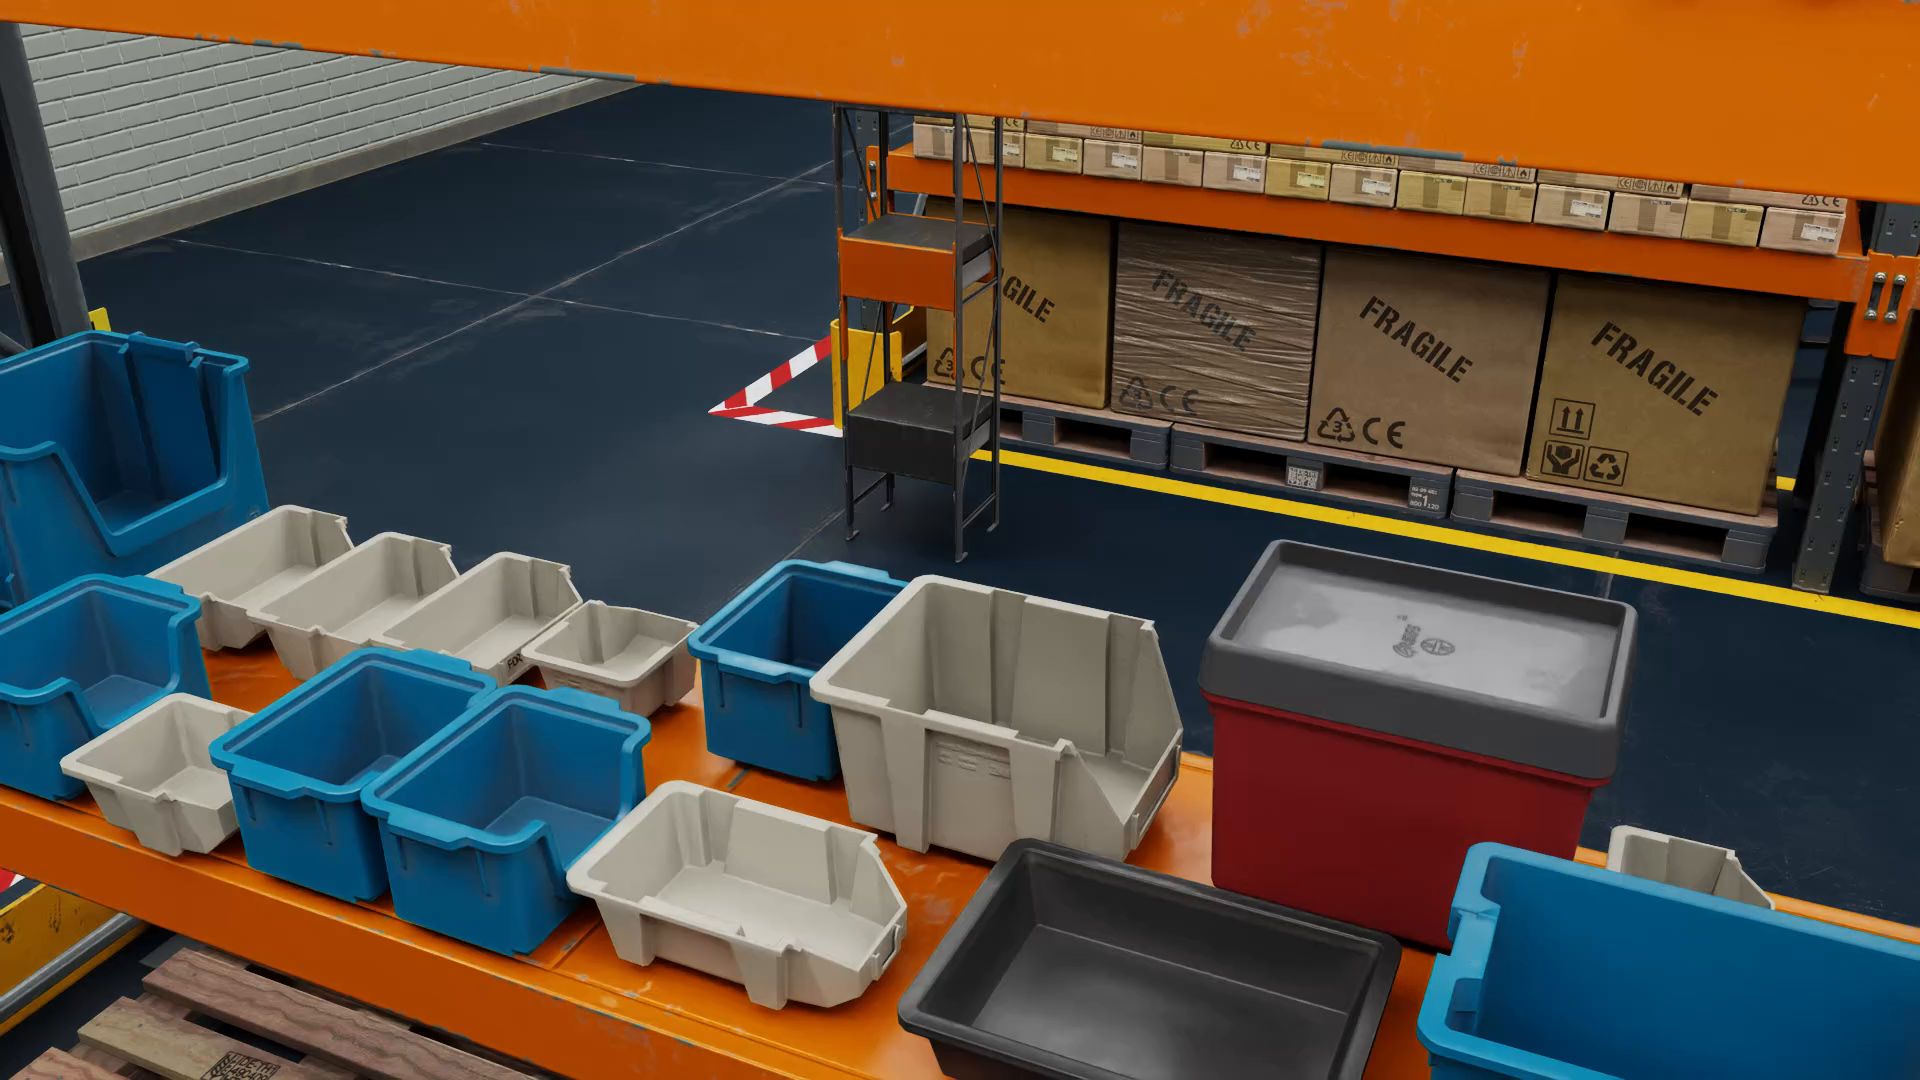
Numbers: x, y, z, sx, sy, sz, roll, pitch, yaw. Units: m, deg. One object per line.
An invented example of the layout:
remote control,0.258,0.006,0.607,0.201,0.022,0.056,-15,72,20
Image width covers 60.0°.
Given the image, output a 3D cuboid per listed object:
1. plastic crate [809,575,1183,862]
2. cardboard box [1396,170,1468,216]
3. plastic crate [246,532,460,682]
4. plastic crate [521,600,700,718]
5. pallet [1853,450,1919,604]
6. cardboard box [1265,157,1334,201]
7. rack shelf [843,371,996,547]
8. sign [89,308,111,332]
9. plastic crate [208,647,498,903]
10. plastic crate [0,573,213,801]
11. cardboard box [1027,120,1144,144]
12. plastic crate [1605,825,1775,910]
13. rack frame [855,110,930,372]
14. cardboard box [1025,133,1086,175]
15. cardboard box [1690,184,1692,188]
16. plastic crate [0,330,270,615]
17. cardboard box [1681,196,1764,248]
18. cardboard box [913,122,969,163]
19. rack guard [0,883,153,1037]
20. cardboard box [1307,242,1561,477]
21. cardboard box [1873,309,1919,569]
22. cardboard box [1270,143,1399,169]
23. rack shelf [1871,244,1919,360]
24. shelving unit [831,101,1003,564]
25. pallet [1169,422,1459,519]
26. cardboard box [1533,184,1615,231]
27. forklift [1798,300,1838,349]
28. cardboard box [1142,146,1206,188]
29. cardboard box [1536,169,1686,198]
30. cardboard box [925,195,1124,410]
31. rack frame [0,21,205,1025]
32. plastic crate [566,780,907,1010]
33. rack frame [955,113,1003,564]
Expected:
plastic crate,0.081,0.320,2.770,0.530,0.282,0.437,11,28,22
cardboard box,1.862,-1.390,6.463,0.250,0.149,0.380,11,28,21
plastic crate,-1.171,0.142,3.296,0.243,0.136,0.396,11,28,22
plastic crate,-0.630,0.230,3.117,0.250,0.136,0.298,11,28,22
pallet,4.179,0.017,6.476,1.213,0.211,1.003,11,28,22
cardboard box,1.391,-1.485,6.654,0.250,0.149,0.380,11,28,21
rack shelf,-0.151,-0.332,6.663,0.480,0.518,0.431,11,28,22
sign,-2.033,-0.382,3.944,0.005,0.325,0.100,11,28,22
plastic crate,-0.959,0.382,2.699,0.300,0.233,0.416,11,28,22
plastic crate,-1.559,0.262,2.944,0.300,0.233,0.416,11,28,22
cardboard box,0.605,-1.853,6.951,0.500,0.250,0.500,11,28,21
plastic crate,1.030,0.596,2.374,0.243,0.136,0.396,11,28,22
rack frame,-0.196,-2.076,7.570,0.127,3.000,1.000,11,28,22
cardboard box,0.458,-1.672,7.035,0.250,0.149,0.380,11,28,21
cardboard box,2.834,-1.515,6.716,0.250,0.149,0.380,12,29,23
plastic crate,-1.864,-0.141,3.532,0.499,0.435,0.616,11,28,22
cardboard box,2.797,-1.203,6.081,0.250,0.149,0.380,12,29,23
cardboard box,-0.009,-1.765,7.224,0.250,0.149,0.380,12,29,22
rack guard,-2.274,1.038,4.075,0.348,0.500,1.175,11,28,22
cardboard box,2.058,-0.897,7.106,0.875,0.875,0.875,11,28,22
cardboard box,4.036,-0.471,6.240,0.875,0.875,1.225,11,28,22
cardboard box,1.538,-1.667,6.572,0.500,0.250,0.500,11,28,21
rack shelf,5.266,-0.656,5.501,4.000,0.370,1.077,11,28,22
shelving unit,-0.151,-0.972,6.348,0.503,2.100,0.431,11,28,22
pallet,1.671,-0.486,7.499,1.213,0.211,1.003,11,28,22
cardboard box,2.330,-1.297,6.272,0.250,0.149,0.380,12,29,23
forklift,3.106,-2.370,8.246,3.031,2.935,1.130,6,27,13
cardboard box,0.927,-1.578,6.844,0.250,0.149,0.380,11,28,21
cardboard box,2.463,-1.479,6.192,0.500,0.250,0.500,12,29,23
cardboard box,0.420,-1.226,7.774,0.875,0.875,0.875,11,28,22
rack frame,-2.246,-0.084,3.525,0.127,3.000,1.000,11,28,22
plastic crate,-0.315,0.541,2.486,0.466,0.136,0.293,11,28,22
rack frame,0.071,-0.928,6.257,0.015,2.100,0.400,11,28,22
